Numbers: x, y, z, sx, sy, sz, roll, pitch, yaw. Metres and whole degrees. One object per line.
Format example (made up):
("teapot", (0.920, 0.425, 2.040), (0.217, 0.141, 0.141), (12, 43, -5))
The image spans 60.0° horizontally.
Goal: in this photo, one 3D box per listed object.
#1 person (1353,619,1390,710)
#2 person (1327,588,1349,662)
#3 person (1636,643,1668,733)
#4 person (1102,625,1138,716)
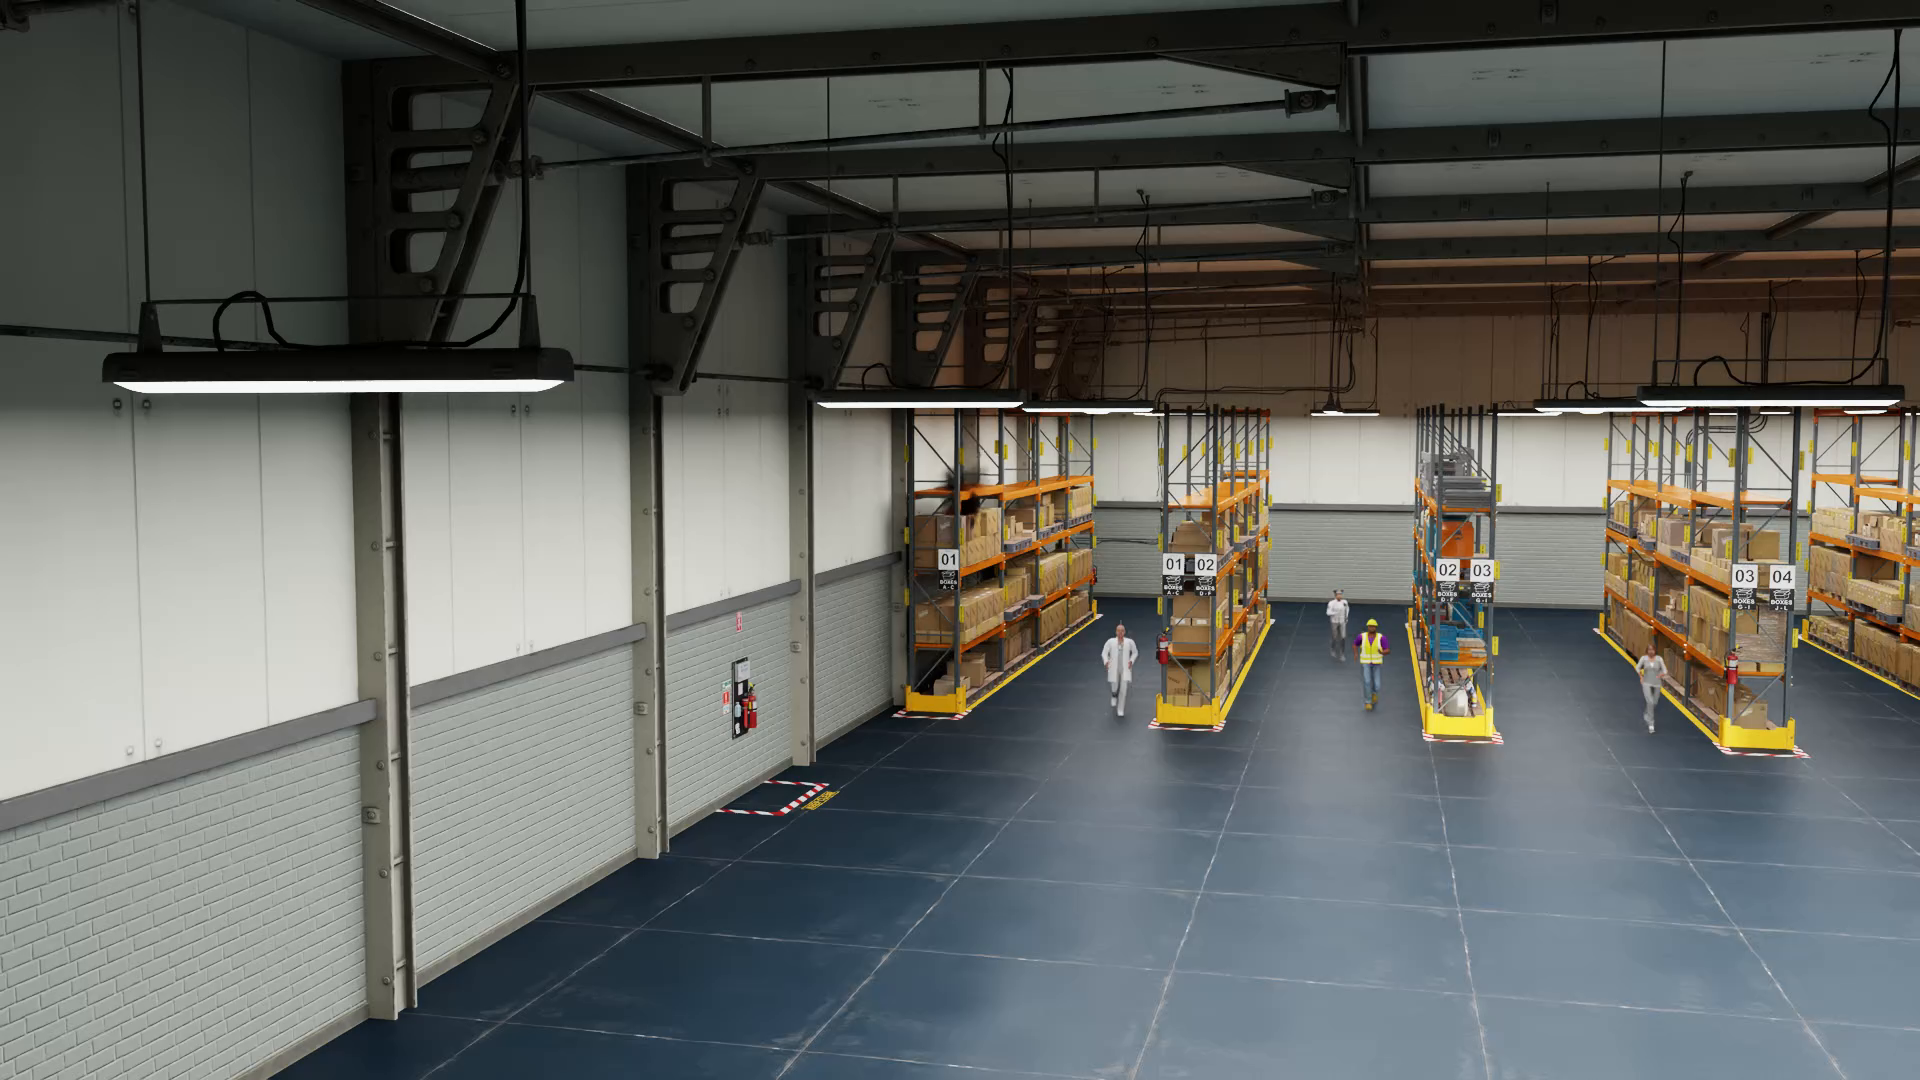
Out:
("person", (8.130, 2.440, 32.873), (0.710, 1.747, 0.963), (1, 4, 12))
("person", (8.958, 2.004, 39.502), (0.512, 1.737, 0.787), (0, 4, 5))
("person", (12.748, 2.699, 30.651), (0.528, 1.604, 0.802), (1, 4, 14))
("person", (3.097, 2.513, 32.177), (0.704, 1.721, 0.778), (0, 4, 4))
